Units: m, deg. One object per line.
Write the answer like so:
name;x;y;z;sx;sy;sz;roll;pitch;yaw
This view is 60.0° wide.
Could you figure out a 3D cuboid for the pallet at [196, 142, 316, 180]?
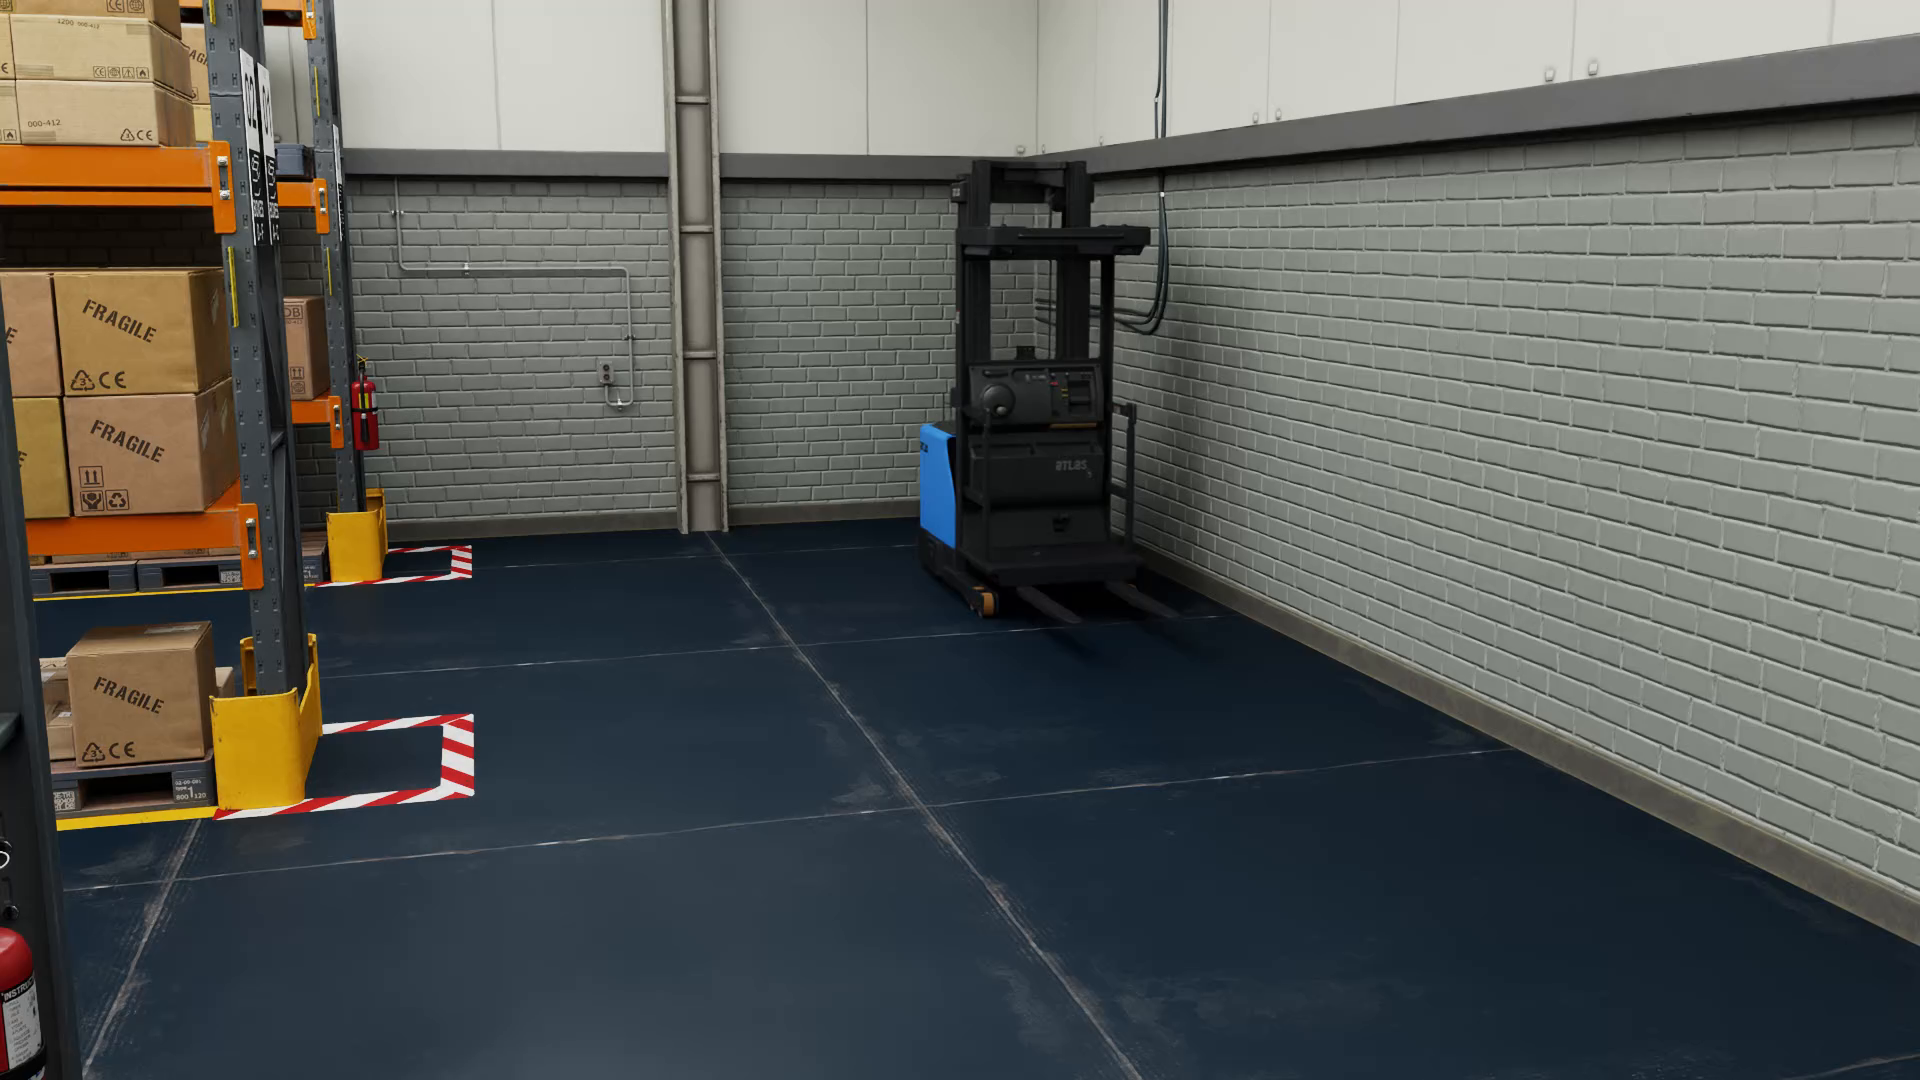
pallet;-5.227;-2.669;11.718;1.213;0.211;1.003;-3;11;-16

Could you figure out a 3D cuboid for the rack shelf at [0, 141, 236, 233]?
rack shelf;-5.050;-1.436;6.762;4.000;0.370;1.077;-3;11;-16

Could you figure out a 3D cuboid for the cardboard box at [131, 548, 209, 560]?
cardboard box;-5.642;-0.175;11.959;0.500;0.500;0.700;-3;11;-16

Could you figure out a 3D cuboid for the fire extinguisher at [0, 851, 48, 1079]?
fire extinguisher;-1.477;0.739;2.493;0.183;0.674;0.296;-3;11;-16

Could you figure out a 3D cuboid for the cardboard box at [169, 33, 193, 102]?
cardboard box;-3.696;-2.082;7.320;0.500;0.250;0.500;-3;11;-16

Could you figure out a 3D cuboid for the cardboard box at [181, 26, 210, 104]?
cardboard box;-5.144;-3.218;11.363;0.500;0.500;0.500;-3;11;-16

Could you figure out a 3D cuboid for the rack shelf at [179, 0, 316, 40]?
rack shelf;-6.438;-3.575;11.203;4.000;0.370;1.077;-3;11;-16

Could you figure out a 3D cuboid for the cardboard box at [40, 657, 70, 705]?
cardboard box;-4.211;0.724;7.708;0.500;0.250;0.500;-3;11;-16

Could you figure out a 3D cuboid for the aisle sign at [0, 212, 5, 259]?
aisle sign;-1.763;-0.888;2.905;0.004;0.787;0.394;-3;11;-16

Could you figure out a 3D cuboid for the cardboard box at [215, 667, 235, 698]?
cardboard box;-3.628;0.732;7.946;0.250;0.149;0.380;-3;11;-16

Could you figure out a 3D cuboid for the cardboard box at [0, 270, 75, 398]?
cardboard box;-3.965;-0.860;6.897;0.500;0.500;0.500;-3;11;-14

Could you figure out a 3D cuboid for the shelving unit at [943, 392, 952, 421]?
shelving unit;-0.014;-0.589;13.434;0.189;1.200;0.258;-3;11;-16

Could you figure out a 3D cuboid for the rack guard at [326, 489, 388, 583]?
rack guard;-4.495;-0.048;12.428;0.348;0.500;1.175;-3;11;-16

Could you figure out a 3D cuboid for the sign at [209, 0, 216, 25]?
sign;-2.994;-2.229;6.637;0.005;0.325;0.100;-3;11;-16

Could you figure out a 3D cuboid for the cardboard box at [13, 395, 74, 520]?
cardboard box;-3.981;-0.368;6.983;0.500;0.500;0.500;-3;11;-15

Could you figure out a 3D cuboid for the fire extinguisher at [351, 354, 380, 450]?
fire extinguisher;-4.244;-0.982;11.841;0.183;0.674;0.296;-3;11;-16

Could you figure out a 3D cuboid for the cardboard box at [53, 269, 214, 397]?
cardboard box;-3.480;-0.886;7.037;0.500;0.500;0.500;-3;11;-16

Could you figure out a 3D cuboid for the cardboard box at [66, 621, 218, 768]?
cardboard box;-3.583;0.668;7.323;0.500;0.500;0.500;-3;11;-16

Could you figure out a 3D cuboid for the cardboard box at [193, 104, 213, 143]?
cardboard box;-5.147;-2.850;11.438;0.500;0.250;0.500;-3;11;-14

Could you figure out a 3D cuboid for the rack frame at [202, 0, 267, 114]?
rack frame;-3.130;-3.366;6.975;0.127;3.000;1.000;-3;11;-16

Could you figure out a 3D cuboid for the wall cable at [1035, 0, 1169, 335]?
wall cable;1.013;-2.924;13.150;0.112;2.526;3.097;-3;11;-16

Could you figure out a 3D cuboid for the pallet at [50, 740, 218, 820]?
pallet;-3.968;1.000;7.530;1.213;0.211;1.003;-3;11;-16

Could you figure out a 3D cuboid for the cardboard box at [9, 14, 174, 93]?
cardboard box;-3.552;-1.992;6.833;0.500;0.250;0.500;-3;11;-16

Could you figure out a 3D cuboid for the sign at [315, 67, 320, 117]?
sign;-4.379;-3.053;11.334;0.005;0.325;0.100;-3;11;-16

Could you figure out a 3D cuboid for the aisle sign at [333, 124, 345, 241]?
aisle sign;-4.365;-2.506;11.696;0.004;0.787;0.394;-3;11;-16

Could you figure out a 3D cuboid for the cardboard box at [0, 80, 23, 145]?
cardboard box;-4.032;-1.722;6.743;0.500;0.250;0.500;-3;11;-16

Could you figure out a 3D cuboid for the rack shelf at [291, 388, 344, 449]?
rack shelf;-6.438;-0.821;11.710;4.000;0.370;1.077;-3;11;-16

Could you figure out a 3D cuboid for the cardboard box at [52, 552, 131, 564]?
cardboard box;-6.125;-0.150;11.820;0.500;0.500;0.700;-3;11;-18

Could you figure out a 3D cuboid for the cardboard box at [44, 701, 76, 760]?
cardboard box;-3.997;0.837;7.327;0.250;0.166;0.380;-3;11;-16

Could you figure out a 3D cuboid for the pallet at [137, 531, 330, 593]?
pallet;-5.264;0.149;12.154;1.213;0.211;1.003;-3;11;-16

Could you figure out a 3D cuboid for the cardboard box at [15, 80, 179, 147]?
cardboard box;-3.549;-1.745;6.870;0.500;0.250;0.500;-3;11;-16

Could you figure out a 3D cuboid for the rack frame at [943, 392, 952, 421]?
rack frame;-0.102;-0.585;13.409;0.006;1.200;0.240;-3;11;-16

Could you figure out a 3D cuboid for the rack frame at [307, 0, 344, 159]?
rack frame;-4.518;-4.227;11.652;0.127;3.000;1.000;-3;11;-16

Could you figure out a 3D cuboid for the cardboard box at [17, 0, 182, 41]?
cardboard box;-3.618;-2.403;6.991;0.500;0.500;0.700;-3;11;-16

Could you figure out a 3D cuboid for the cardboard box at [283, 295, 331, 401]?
cardboard box;-5.005;-1.396;12.018;0.700;0.700;0.980;-3;11;-13

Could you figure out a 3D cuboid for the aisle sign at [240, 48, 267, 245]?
aisle sign;-2.978;-1.644;7.012;0.004;0.787;0.394;-3;11;-16

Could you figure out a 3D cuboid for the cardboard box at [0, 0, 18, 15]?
cardboard box;-4.122;-2.392;6.933;0.500;0.500;0.700;-3;11;-16

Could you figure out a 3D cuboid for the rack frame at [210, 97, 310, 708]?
rack frame;-3.130;-0.415;7.518;0.127;3.000;1.000;-3;11;-16

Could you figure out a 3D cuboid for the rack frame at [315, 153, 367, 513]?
rack frame;-4.518;-1.276;12.195;0.127;3.000;1.000;-3;11;-16

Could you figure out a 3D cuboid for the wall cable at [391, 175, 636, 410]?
wall cable;-3.553;-2.005;13.348;1.851;1.984;0.084;-3;11;-16

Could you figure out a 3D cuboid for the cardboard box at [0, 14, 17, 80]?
cardboard box;-4.032;-1.967;6.695;0.500;0.250;0.500;-3;11;-16

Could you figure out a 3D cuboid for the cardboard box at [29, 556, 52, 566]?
cardboard box;-6.635;-0.122;11.666;0.500;0.500;0.700;-3;11;-15

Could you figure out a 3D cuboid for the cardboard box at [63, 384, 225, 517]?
cardboard box;-3.484;-0.395;7.129;0.500;0.500;0.500;-3;11;-14

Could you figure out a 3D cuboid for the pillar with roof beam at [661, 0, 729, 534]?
pillar with roof beam;-0.964;-3.765;9.146;0.400;9.000;9.100;-3;11;-16

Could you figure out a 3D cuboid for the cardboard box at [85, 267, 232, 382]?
cardboard box;-3.629;-0.980;7.546;0.500;0.500;0.500;-3;11;-14

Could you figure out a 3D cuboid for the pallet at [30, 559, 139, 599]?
pallet;-6.433;0.210;11.822;1.213;0.211;1.003;-3;11;-16

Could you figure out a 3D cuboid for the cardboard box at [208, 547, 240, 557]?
cardboard box;-5.162;-0.201;12.096;0.500;0.500;0.700;-3;11;-16

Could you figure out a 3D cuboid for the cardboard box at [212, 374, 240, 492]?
cardboard box;-3.629;-0.488;7.636;0.500;0.500;0.500;-3;11;-15

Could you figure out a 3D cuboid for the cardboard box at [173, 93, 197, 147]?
cardboard box;-3.694;-1.835;7.359;0.500;0.250;0.500;-3;11;-16

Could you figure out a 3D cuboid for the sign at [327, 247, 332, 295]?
sign;-4.379;-1.867;11.552;0.005;0.325;0.100;-3;11;-16

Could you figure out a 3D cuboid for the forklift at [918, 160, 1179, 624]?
forklift;0.574;-1.017;10.975;1.130;2.935;3.031;-3;11;-15

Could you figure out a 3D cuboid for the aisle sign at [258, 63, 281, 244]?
aisle sign;-3.146;-1.748;7.579;0.004;0.787;0.394;-3;11;-16

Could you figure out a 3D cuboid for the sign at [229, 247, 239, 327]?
sign;-2.994;-1.043;6.855;0.005;0.325;0.100;-3;11;-16

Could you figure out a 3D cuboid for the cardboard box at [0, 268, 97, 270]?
cardboard box;-4.129;-0.952;7.395;0.500;0.500;0.500;-3;11;-15

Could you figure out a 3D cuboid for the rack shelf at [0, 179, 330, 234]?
rack shelf;-6.438;-2.297;11.439;4.000;0.370;1.077;-3;11;-16

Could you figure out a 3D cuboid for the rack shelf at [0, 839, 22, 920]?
rack shelf;-3.669;0.901;2.355;4.000;0.370;1.077;-3;11;-16

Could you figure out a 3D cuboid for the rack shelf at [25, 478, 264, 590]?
rack shelf;-5.050;0.040;7.034;4.000;0.370;1.077;-3;11;-16

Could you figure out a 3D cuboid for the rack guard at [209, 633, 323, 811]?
rack guard;-3.203;0.818;7.724;0.348;0.500;1.175;-3;11;-16
